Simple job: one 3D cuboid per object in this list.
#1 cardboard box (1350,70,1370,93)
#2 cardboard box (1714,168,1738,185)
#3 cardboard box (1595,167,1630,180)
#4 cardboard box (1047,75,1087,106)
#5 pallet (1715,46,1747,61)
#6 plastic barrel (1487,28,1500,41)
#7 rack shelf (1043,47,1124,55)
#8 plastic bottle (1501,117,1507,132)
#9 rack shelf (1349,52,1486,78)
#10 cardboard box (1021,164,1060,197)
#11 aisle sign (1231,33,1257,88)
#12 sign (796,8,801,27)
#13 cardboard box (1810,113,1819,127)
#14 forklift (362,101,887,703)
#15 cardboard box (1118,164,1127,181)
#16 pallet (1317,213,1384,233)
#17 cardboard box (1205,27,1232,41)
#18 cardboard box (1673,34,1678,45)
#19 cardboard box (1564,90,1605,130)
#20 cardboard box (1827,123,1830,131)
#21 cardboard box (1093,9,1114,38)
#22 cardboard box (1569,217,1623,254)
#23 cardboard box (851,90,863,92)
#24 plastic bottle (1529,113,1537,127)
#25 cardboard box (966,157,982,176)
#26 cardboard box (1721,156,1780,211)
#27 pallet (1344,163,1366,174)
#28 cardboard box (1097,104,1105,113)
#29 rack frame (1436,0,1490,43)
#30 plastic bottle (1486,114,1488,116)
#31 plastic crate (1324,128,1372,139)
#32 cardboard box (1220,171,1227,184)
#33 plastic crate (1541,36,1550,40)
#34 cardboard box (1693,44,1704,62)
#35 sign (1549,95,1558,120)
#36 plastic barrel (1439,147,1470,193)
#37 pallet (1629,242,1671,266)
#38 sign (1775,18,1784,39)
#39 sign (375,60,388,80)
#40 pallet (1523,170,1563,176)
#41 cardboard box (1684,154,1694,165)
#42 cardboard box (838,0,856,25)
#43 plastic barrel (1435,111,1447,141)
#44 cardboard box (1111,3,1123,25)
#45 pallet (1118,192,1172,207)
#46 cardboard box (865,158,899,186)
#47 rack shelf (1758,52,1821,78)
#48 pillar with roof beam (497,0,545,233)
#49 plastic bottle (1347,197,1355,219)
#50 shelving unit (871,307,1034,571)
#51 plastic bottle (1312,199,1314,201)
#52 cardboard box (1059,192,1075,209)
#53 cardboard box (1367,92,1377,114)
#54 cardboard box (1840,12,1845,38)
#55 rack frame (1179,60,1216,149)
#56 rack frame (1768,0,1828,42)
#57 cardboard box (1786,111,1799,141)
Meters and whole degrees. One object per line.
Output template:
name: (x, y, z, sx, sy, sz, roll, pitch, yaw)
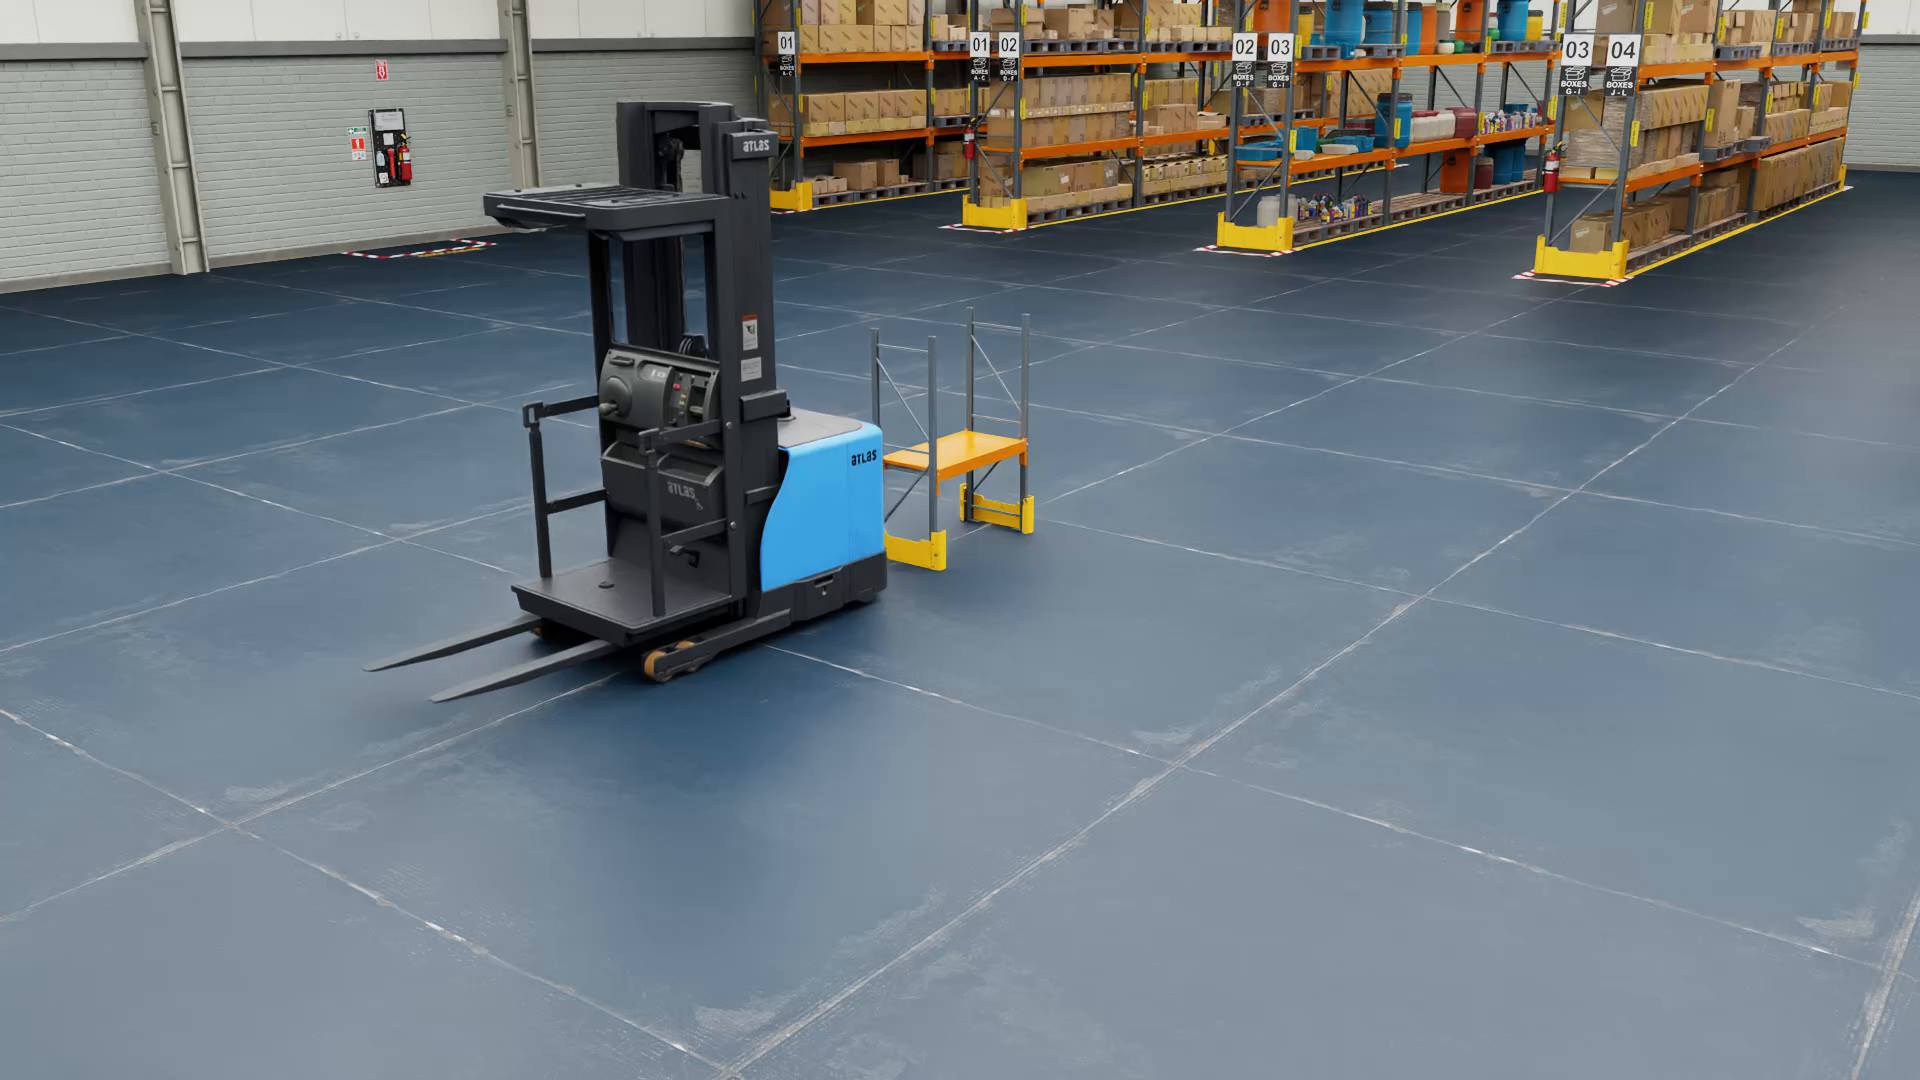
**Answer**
cardboard box: (9.185, -10.670, 38.692, 0.500, 0.500, 0.500, 13, 22, 36)
cardboard box: (12.952, -6.220, 28.423, 0.500, 0.250, 0.500, 13, 22, 37)
cardboard box: (8.922, -5.010, 22.744, 0.380, 0.149, 0.250, 12, 21, 35)
cardboard box: (1.834, -8.011, 29.626, 0.700, 0.500, 0.500, 12, 21, 35)
pallet: (11.398, -7.528, 25.688, 1.213, 0.211, 1.003, 12, 21, 35)
plastic barrel: (10.166, -9.656, 31.776, 0.294, 0.245, 0.294, 0, 17, 0)
rack shelf: (2.585, -11.201, 38.411, 1.077, 0.370, 4.000, 12, 21, 35)
plastic bottle: (10.694, -8.202, 32.808, 0.152, 0.276, 0.135, 12, 21, 35)
rack shelf: (8.158, -8.498, 29.706, 1.077, 0.370, 4.000, 12, 21, 35)
cardboard box: (1.402, -6.309, 29.167, 0.500, 0.500, 0.500, 12, 21, 35)
aisle sign: (4.302, -7.257, 25.170, 0.394, 0.787, 0.004, 12, 21, 35)
sign: (-2.937, -9.485, 30.196, 0.100, 0.325, 0.005, 12, 21, 35)
cardboard box: (16.201, -8.099, 32.017, 0.500, 0.250, 0.500, 12, 21, 34)
forklift: (-1.783, -0.813, 8.919, 1.130, 2.935, 3.031, 14, 22, 39)
cardboard box: (3.002, -7.111, 32.068, 0.500, 0.311, 0.500, 12, 21, 35)
pallet: (6.533, -5.448, 28.432, 1.003, 0.211, 1.213, 12, 21, 35)
cardboard box: (5.149, -10.205, 33.534, 0.500, 0.250, 0.500, 11, 20, 31)
cardboard box: (9.970, -7.117, 23.626, 0.380, 0.149, 0.250, 11, 21, 33)
cardboard box: (8.690, -5.947, 22.979, 0.500, 0.500, 0.500, 12, 21, 35)
cardboard box: (17.082, -8.226, 33.099, 0.380, 0.149, 0.250, 12, 21, 33)
cardboard box: (2.479, -9.483, 30.552, 0.500, 0.500, 0.500, 15, 22, 39)
cardboard box: (8.946, -4.257, 23.402, 0.500, 0.500, 0.500, -15, 23, -40)
cardboard box: (-2.050, -8.664, 33.040, 0.500, 0.500, 0.500, 13, 22, 36)
plastic bottle: (11.758, -8.628, 34.178, 0.152, 0.276, 0.135, 12, 21, 35)
cardboard box: (0.039, -8.124, 35.820, 0.700, 0.500, 0.500, 13, 21, 35)
cardboard box: (13.755, -6.357, 29.530, 1.225, 0.875, 0.875, 11, 21, 32)
pallet: (8.894, -8.838, 39.347, 1.003, 0.211, 1.213, 12, 21, 35)
cardboard box: (2.393, -7.822, 30.111, 0.380, 0.149, 0.250, 12, 21, 34)
rack frame: (9.350, -10.750, 30.688, 1.000, 3.000, 0.127, 12, 21, 35)
plastic bottle: (10.842, -8.624, 34.173, 0.097, 0.271, 0.097, 0, 17, 0)
plastic crate: (6.552, -6.801, 28.190, 0.767, 0.338, 0.504, 12, 21, 35)
cardboard box: (5.256, -7.480, 34.203, 0.500, 0.250, 0.500, 13, 21, 36)
plastic crate: (12.548, -10.693, 35.762, 0.437, 0.282, 0.530, 12, 21, 35)
cardboard box: (10.563, -7.141, 24.376, 0.500, 0.250, 0.500, 13, 22, 36)
sign: (8.127, -5.911, 22.736, 0.100, 0.325, 0.005, 12, 21, 35)
plastic barrel: (9.628, -7.169, 32.222, 0.600, 0.830, 0.708, 12, 21, 35)
pallet: (9.846, -4.268, 24.630, 1.003, 0.211, 1.213, 12, 21, 35)
sign: (13.762, -8.593, 27.928, 0.100, 0.325, 0.005, 12, 21, 35)
sign: (-8.814, -7.162, 25.340, 0.001, 0.298, 0.199, 12, 21, 35)
pallet: (12.867, -7.980, 36.585, 1.003, 0.211, 1.213, 12, 21, 35)
cardboard box: (10.896, -5.776, 25.210, 0.380, 0.149, 0.250, 12, 21, 35)
cardboard box: (-2.313, -9.981, 31.381, 0.500, 0.500, 0.500, 13, 22, 36)
plastic barrel: (8.657, -7.556, 30.328, 0.421, 0.512, 0.421, 0, 17, 0)
cardboard box: (4.006, -12.764, 40.341, 0.500, 0.500, 0.500, 12, 21, 34)
pallet: (3.398, -6.659, 32.332, 1.003, 0.211, 1.213, 12, 21, 35)
cardboard box: (-1.576, -7.445, 33.634, 0.500, 0.500, 0.500, 11, 20, 31)
rack shelf: (14.519, -8.575, 29.955, 1.077, 0.370, 4.000, 12, 21, 35)
pillar with roof beam: (-3.769, -8.725, 24.167, 9.100, 9.000, 0.400, 12, 21, 35)
plastic bottle: (6.507, -5.551, 27.785, 0.144, 0.351, 0.185, 12, 21, 34)
shelving unit: (-0.045, -0.698, 10.963, 0.587, 1.500, 1.083, 12, 21, 35)
plastic bottle: (5.982, -5.634, 28.188, 0.097, 0.271, 0.097, 0, 17, 0)
cardboard box: (1.699, -6.071, 29.663, 0.500, 0.250, 0.500, 12, 21, 35)
cardboard box: (9.484, -10.318, 39.243, 0.500, 0.500, 0.500, 13, 21, 35)
cardboard box: (17.395, -10.398, 33.566, 0.700, 0.500, 0.500, 12, 21, 33)
rack frame: (6.160, -11.541, 43.351, 1.000, 3.000, 0.127, 12, 21, 35)
rack frame: (15.711, -10.828, 30.938, 1.000, 3.000, 0.127, 12, 21, 35)
cardboard box: (15.045, -7.609, 30.518, 0.500, 0.500, 0.500, 12, 21, 34)
